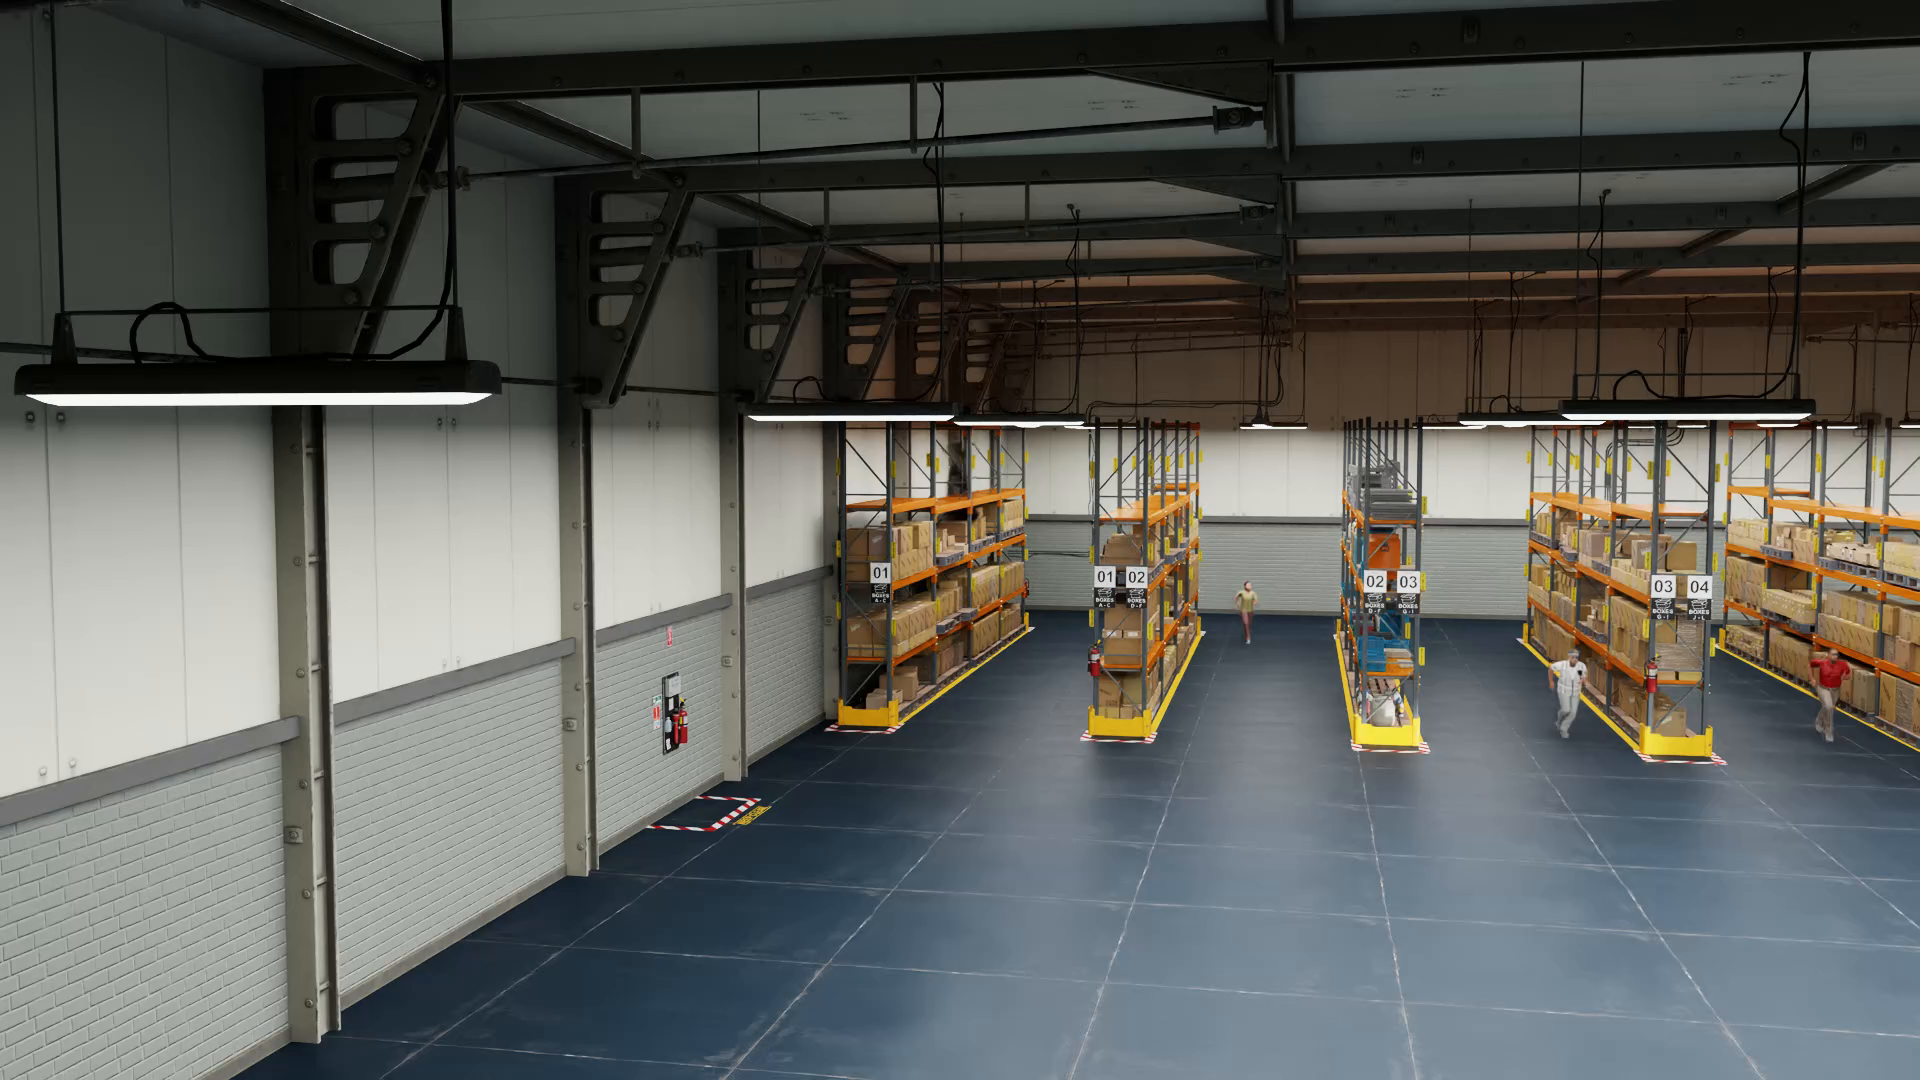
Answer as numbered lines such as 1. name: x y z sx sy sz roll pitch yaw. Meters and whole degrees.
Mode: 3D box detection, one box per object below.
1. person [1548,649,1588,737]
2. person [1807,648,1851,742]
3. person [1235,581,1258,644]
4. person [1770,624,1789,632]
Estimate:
1. person: 11.390 2.864 31.070 0.648 1.696 0.746 0 4 1
2. person: 16.245 2.874 31.135 0.653 1.753 0.973 0 4 3
3. person: 7.792 1.956 45.168 0.586 1.664 0.970 0 4 -4
4. person: 22.180 1.990 44.948 0.661 1.619 0.586 0 4 -4
